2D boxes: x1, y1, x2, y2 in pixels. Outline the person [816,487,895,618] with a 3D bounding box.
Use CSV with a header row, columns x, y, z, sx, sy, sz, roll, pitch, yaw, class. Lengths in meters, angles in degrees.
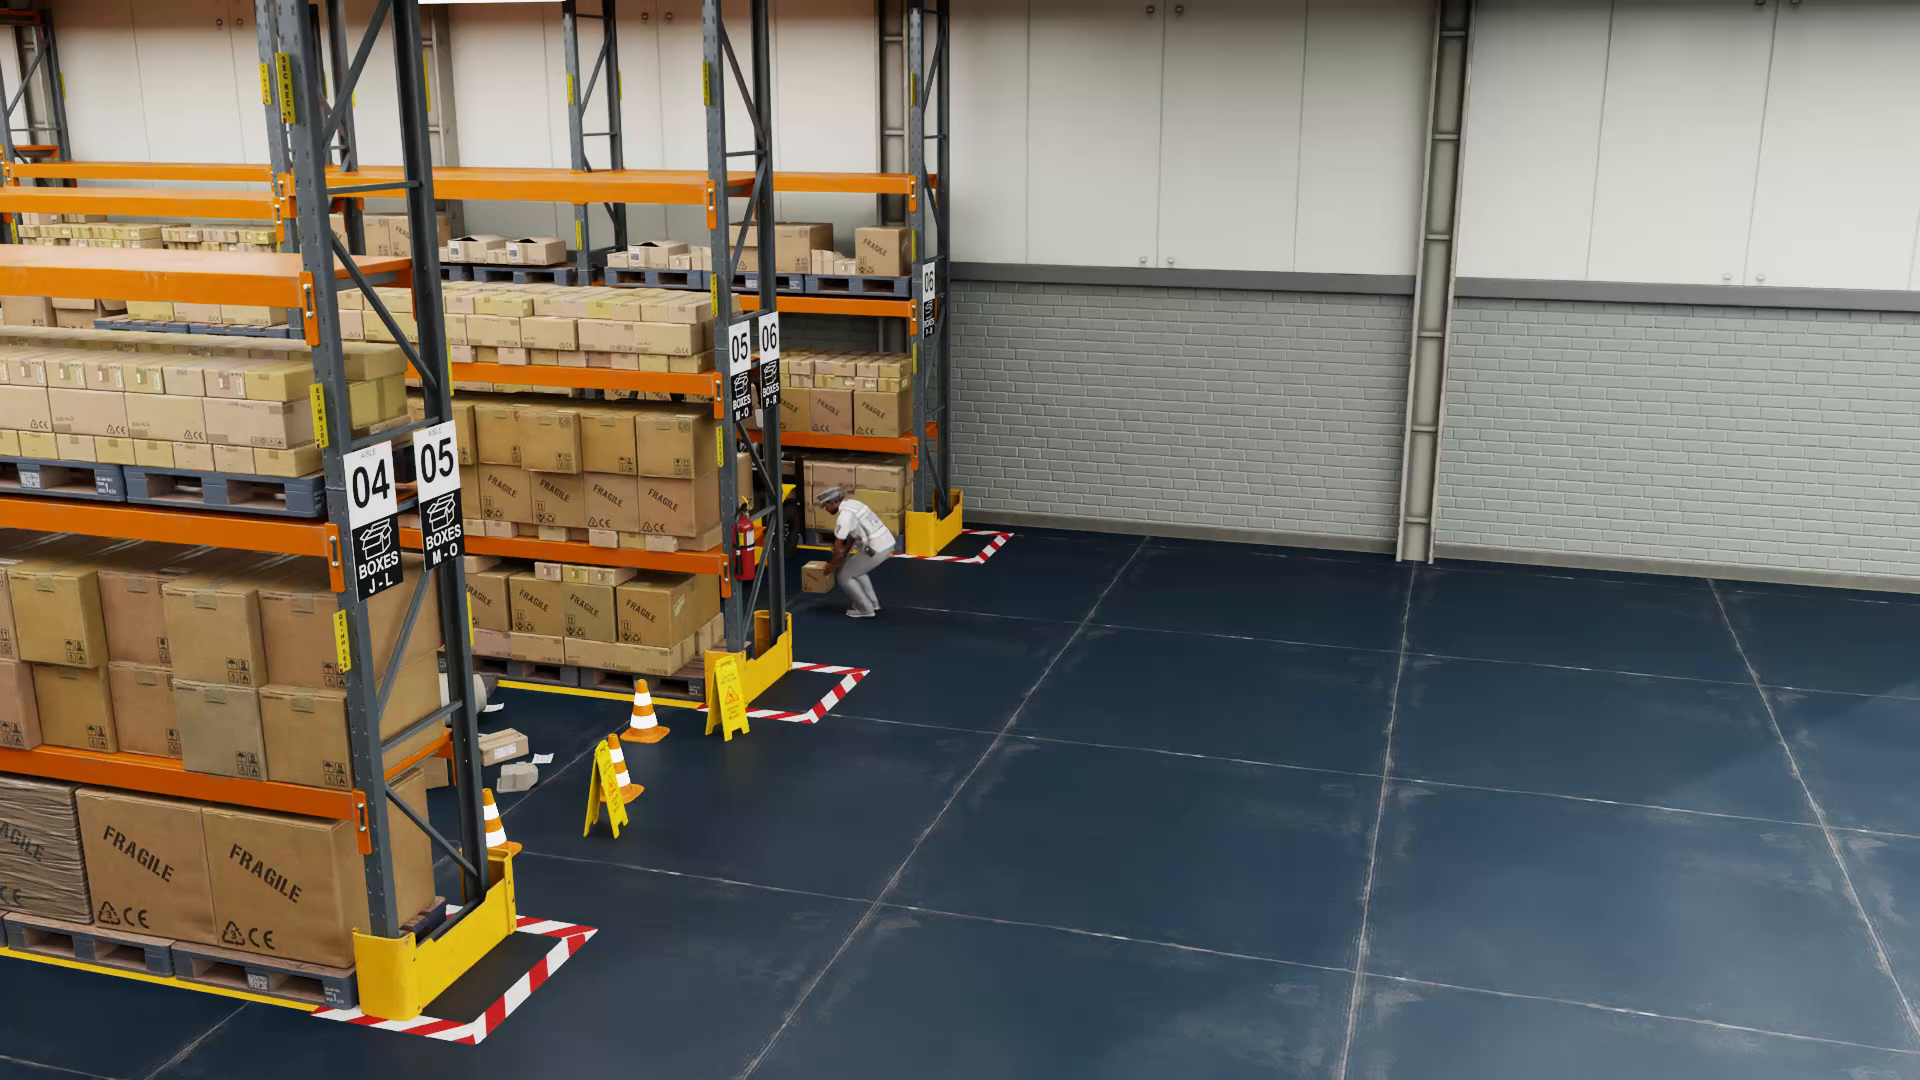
x,y,z,sx,sy,sz,roll,pitch,yaw,class
-1.029,0.113,16.291,0.766,1.277,0.496,4,16,16,person
